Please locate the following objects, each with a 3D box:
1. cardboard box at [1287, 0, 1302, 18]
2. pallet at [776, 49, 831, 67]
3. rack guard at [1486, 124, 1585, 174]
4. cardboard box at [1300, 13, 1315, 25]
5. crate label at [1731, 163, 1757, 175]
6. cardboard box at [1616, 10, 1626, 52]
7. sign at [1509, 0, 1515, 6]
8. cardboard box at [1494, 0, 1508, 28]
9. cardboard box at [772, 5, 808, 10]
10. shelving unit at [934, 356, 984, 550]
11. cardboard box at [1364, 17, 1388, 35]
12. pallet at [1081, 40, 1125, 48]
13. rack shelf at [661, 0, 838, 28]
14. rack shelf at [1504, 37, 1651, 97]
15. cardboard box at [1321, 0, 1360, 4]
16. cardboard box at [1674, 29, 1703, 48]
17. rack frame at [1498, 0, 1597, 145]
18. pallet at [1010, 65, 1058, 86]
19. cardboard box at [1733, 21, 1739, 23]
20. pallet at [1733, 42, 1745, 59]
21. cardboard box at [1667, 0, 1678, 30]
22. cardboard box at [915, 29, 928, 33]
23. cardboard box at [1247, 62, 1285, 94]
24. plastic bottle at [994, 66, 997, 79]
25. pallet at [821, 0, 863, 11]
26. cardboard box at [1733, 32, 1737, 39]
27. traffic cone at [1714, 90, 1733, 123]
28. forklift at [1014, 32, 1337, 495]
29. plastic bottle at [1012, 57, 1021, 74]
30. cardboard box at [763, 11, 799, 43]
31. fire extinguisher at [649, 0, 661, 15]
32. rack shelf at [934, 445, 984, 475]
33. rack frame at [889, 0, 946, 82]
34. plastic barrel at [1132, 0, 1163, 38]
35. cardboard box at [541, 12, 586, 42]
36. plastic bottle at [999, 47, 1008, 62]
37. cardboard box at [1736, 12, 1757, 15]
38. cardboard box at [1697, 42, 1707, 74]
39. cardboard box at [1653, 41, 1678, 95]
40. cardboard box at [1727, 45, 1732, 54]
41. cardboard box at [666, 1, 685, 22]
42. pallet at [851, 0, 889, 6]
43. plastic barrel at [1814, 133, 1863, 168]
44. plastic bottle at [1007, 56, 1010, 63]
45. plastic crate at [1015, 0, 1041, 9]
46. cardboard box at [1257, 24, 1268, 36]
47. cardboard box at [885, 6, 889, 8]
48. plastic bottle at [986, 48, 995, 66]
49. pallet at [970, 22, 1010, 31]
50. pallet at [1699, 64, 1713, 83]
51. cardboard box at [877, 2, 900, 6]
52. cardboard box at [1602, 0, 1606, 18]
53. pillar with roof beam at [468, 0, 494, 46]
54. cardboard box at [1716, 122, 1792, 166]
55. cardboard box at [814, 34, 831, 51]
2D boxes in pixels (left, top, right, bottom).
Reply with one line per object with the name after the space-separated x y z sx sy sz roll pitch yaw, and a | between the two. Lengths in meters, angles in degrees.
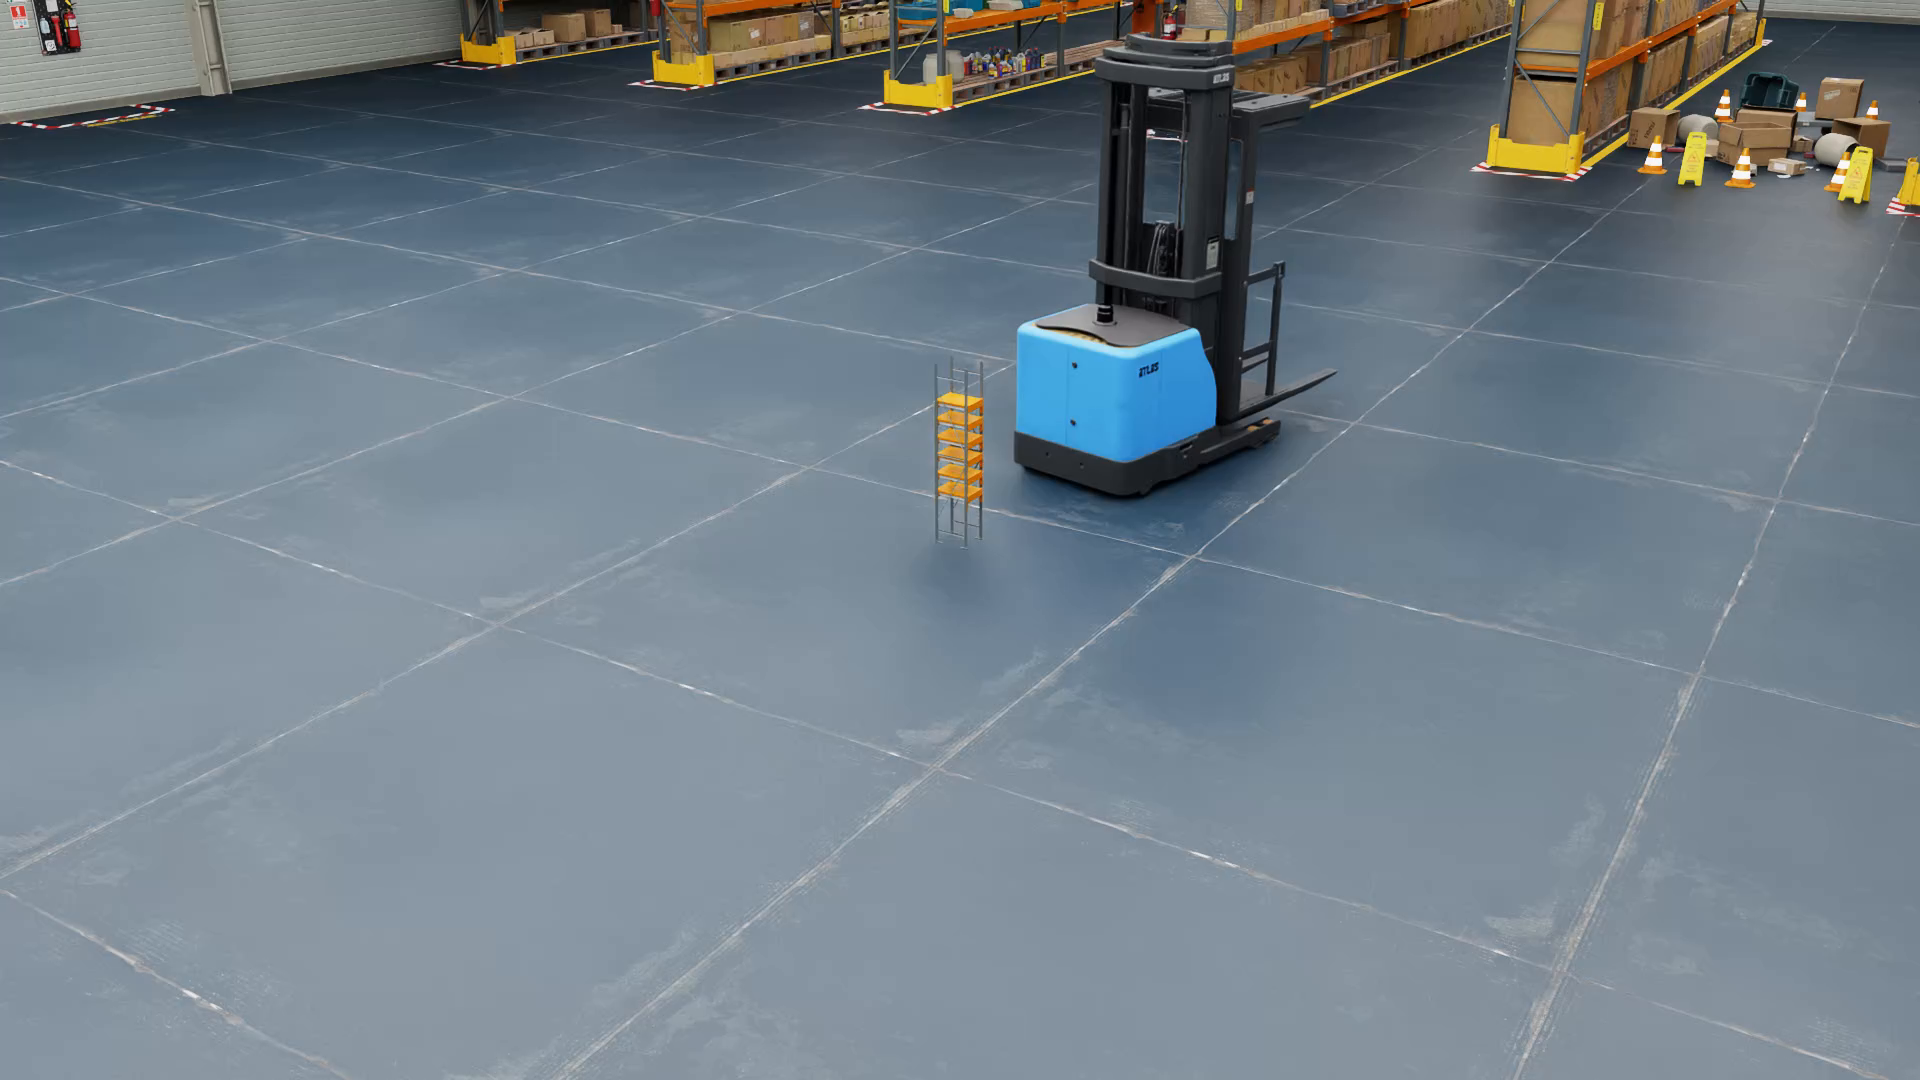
4.871 -8.492 26.089 0.875 0.500 0.500 14 27 29 | cardboard box
-3.236 -9.337 32.053 1.003 0.211 1.213 14 27 29 | pallet
7.671 -5.221 22.180 1.175 0.500 0.348 14 27 29 | rack guard
5.409 -8.288 26.435 0.380 0.149 0.250 14 27 29 | cardboard box
10.313 -4.871 21.828 0.250 0.136 0.298 1 23 2 | crate label
8.759 -7.120 23.232 0.875 0.550 0.500 14 27 29 | cardboard box
7.230 -7.134 21.699 0.100 0.325 0.005 14 27 29 | sign
11.213 -11.527 35.748 0.875 0.875 0.875 14 27 29 | cardboard box
-3.292 -10.061 32.203 0.500 0.500 0.500 14 27 29 | cardboard box
-0.008 -0.546 10.500 0.258 1.200 0.189 14 27 29 | shelving unit
7.415 -9.316 30.142 0.500 0.250 0.500 15 28 31 | cardboard box
3.093 -9.654 32.785 1.003 0.211 1.213 14 27 29 | pallet
-3.836 -9.871 30.682 1.077 0.370 4.000 14 27 29 | rack shelf
8.738 -6.721 23.404 1.077 0.370 4.000 14 27 29 | rack shelf
6.171 -9.506 27.650 1.000 1.000 1.000 14 27 29 | cardboard box
12.473 -8.648 28.624 0.500 0.250 0.500 13 26 27 | cardboard box
7.683 -6.376 21.702 1.000 3.000 0.127 14 27 29 | rack frame
1.035 -8.340 29.749 1.003 0.211 1.213 14 27 29 | pallet
15.054 -10.103 32.624 0.380 0.149 0.250 13 26 27 | cardboard box
14.980 -9.794 33.107 1.003 0.211 1.213 14 27 29 | pallet
10.831 -8.232 25.863 0.500 0.500 0.500 14 27 29 | cardboard box
-1.010 -10.754 34.748 0.500 0.250 0.500 14 27 28 | cardboard box
4.832 -7.297 26.449 0.500 0.500 0.500 11 26 24 | cardboard box
0.591 -7.987 28.391 0.097 0.201 0.097 0 23 0 | plastic bottle
-3.115 -13.058 40.647 1.003 0.211 1.213 14 27 29 | pallet
14.941 -9.875 32.470 0.380 0.149 0.250 15 28 31 | cardboard box
11.784 -6.698 25.639 0.336 0.463 0.334 14 27 29 | traffic cone
1.752 -2.147 12.019 1.130 2.935 3.031 20 31 39 | forklift
0.970 -8.284 28.984 0.152 0.276 0.135 14 27 30 | plastic bottle
-3.374 -9.613 31.170 0.500 0.500 0.500 14 27 29 | cardboard box
-5.348 -9.548 29.128 0.296 0.674 0.183 14 27 29 | fire extinguisher
-0.008 -0.505 10.518 0.258 0.103 0.180 14 27 29 | rack shelf
-0.685 -8.487 26.580 1.000 3.000 0.127 14 27 29 | rack frame
3.779 -10.553 33.554 0.600 0.830 0.708 14 27 29 | plastic barrel
-7.930 -10.262 33.273 0.700 0.500 0.500 12 26 26 | cardboard box
0.769 -8.608 29.639 0.144 0.351 0.185 14 27 29 | plastic bottle
16.059 -10.702 34.006 0.380 0.149 0.250 14 27 30 | cardboard box
12.755 -8.477 29.174 0.500 0.500 0.500 14 27 30 | cardboard box
11.047 -7.754 27.188 1.050 0.750 0.750 14 27 30 | cardboard box
14.478 -9.366 31.669 0.380 0.149 0.250 13 26 27 | cardboard box
-6.387 -11.405 35.912 0.700 0.500 0.500 13 27 28 | cardboard box
-2.304 -13.574 41.840 1.003 0.211 1.213 14 27 29 | pallet
11.745 -5.205 22.240 0.421 0.421 0.512 -7 24 -17 | plastic barrel
0.879 -8.309 29.034 0.061 0.283 0.133 14 27 29 | plastic bottle
1.072 -9.339 28.733 0.499 0.251 0.616 14 27 29 | plastic crate
4.421 -7.713 25.108 0.380 0.149 0.250 14 27 29 | cardboard box
-1.275 -10.840 34.241 0.500 0.311 0.500 14 27 29 | cardboard box
0.547 -8.574 29.561 0.144 0.351 0.185 13 26 27 | plastic bottle
0.399 -11.601 37.283 1.003 0.211 1.213 14 27 29 | pallet
12.961 -8.470 30.049 1.003 0.211 1.213 14 27 29 | pallet
-1.467 -11.121 34.889 0.500 0.311 0.500 13 27 28 | cardboard box
8.124 -7.262 22.202 0.875 0.550 0.550 14 27 29 | cardboard box
-5.810 -12.832 29.064 9.100 9.000 0.400 14 27 29 | pillar with roof beam
10.718 -5.350 22.476 0.797 0.503 0.637 -3 24 -7 | cardboard box
-2.840 -9.605 32.094 0.500 0.250 0.500 14 27 29 | cardboard box
